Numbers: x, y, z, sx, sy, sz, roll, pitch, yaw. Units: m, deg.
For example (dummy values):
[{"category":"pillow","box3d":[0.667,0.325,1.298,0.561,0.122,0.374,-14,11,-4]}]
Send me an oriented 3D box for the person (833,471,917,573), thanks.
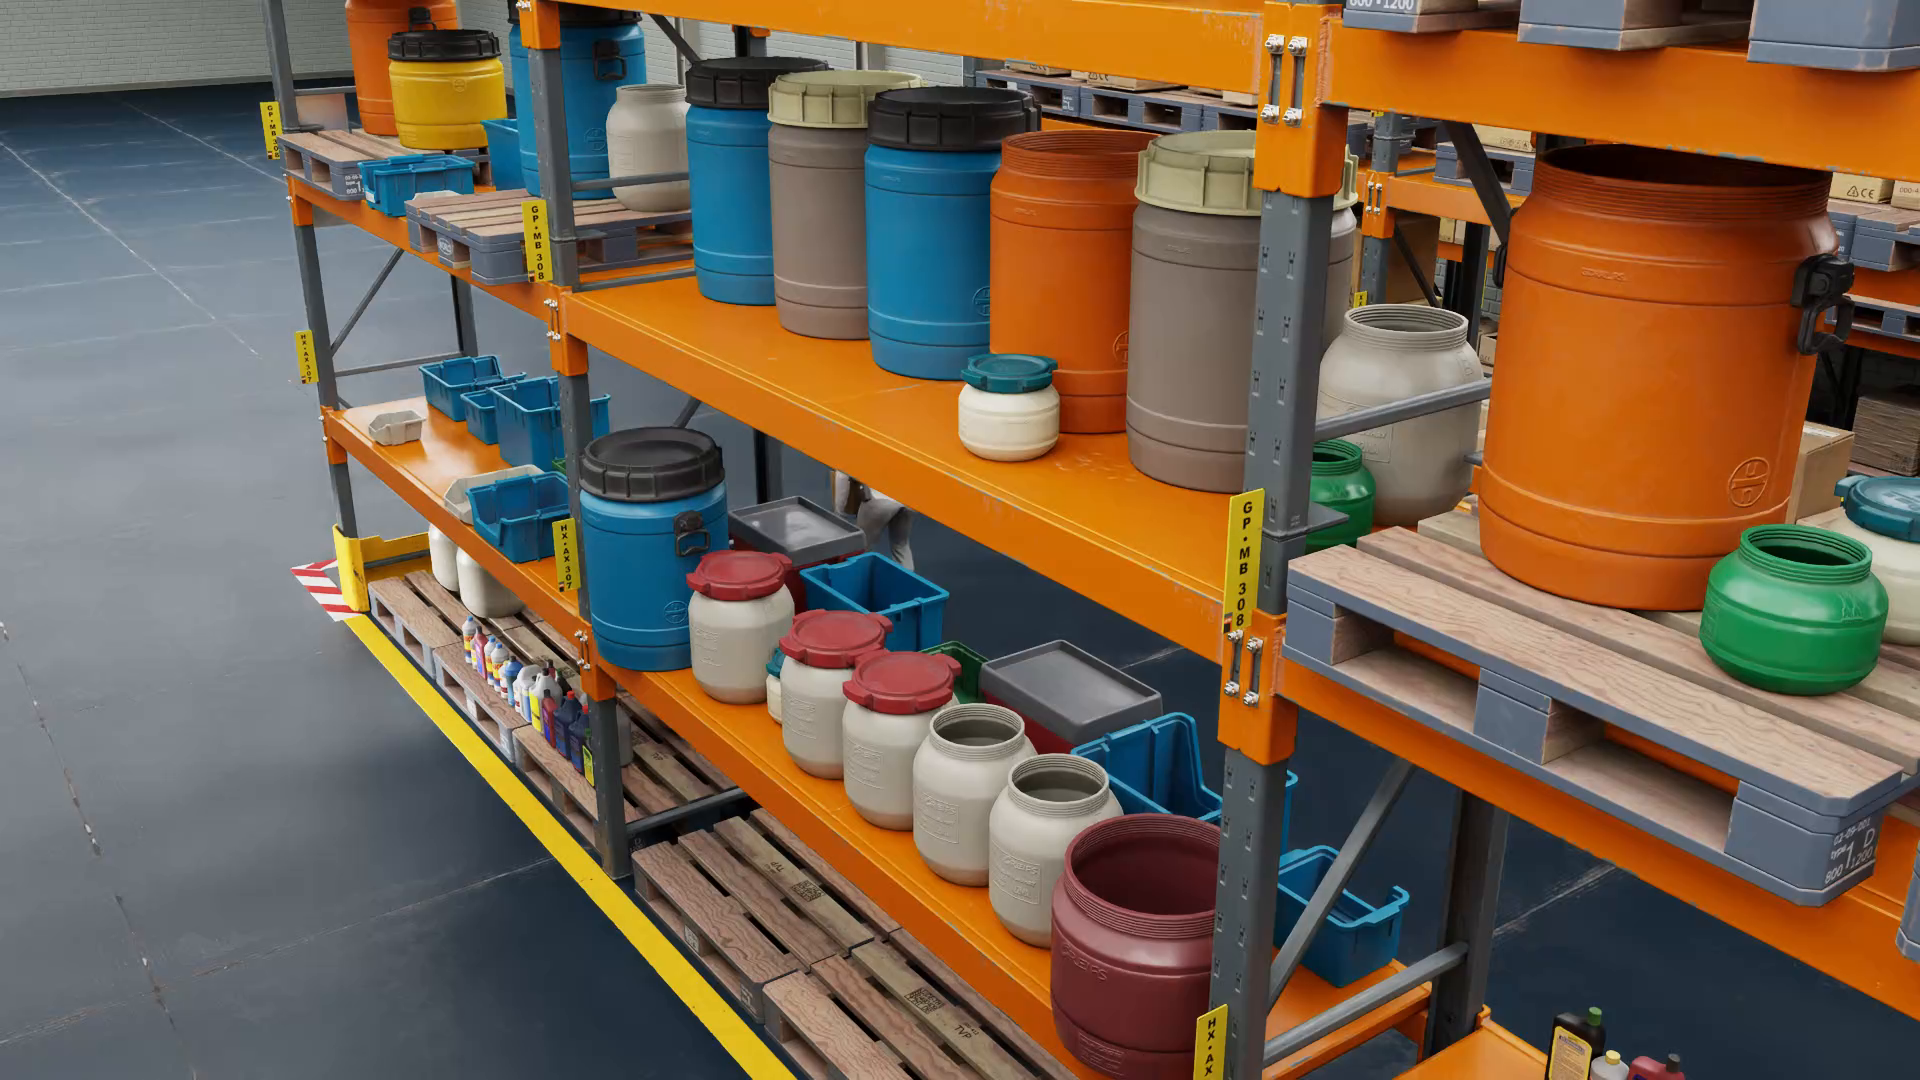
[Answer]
[{"category":"person","box3d":[-0.538,-0.245,10.371,0.413,1.552,0.647,-15,26,-34]}]
